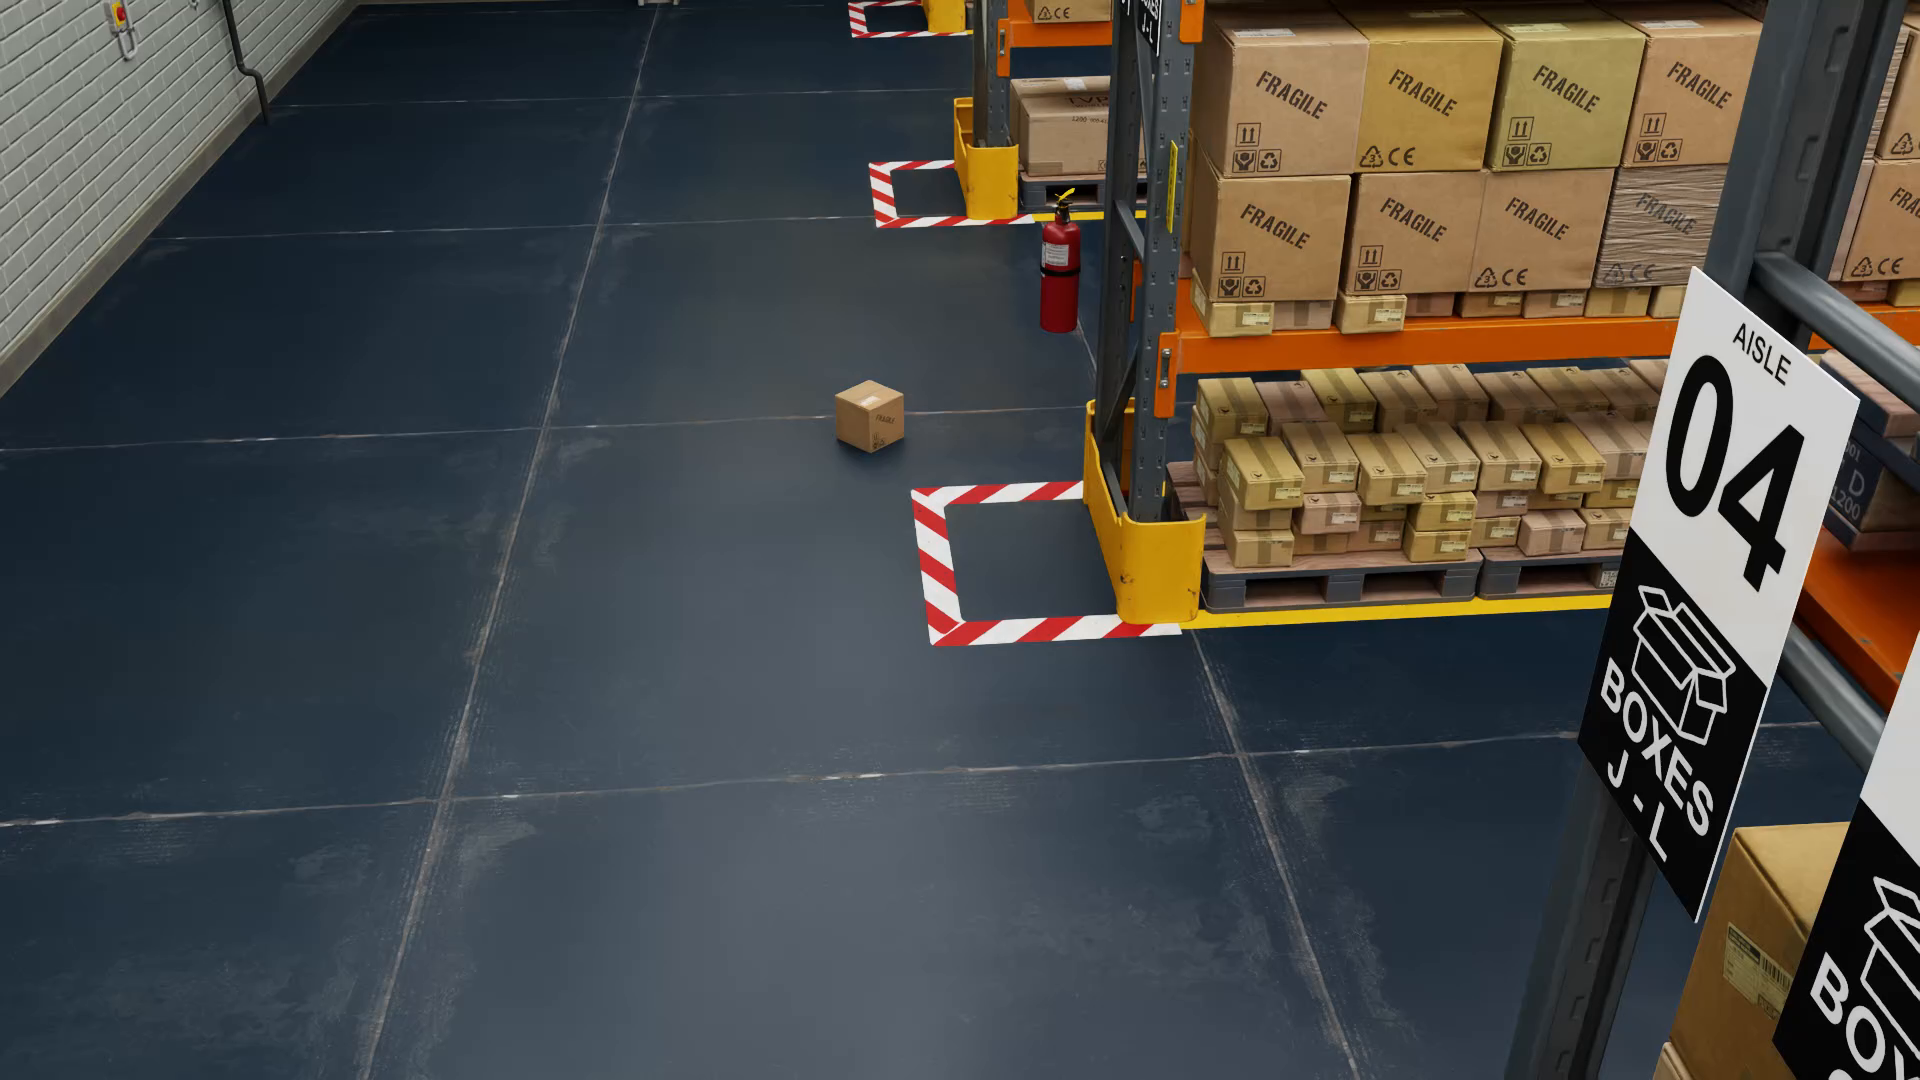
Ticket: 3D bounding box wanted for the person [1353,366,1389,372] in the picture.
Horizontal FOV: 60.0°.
[{"bbox_3d":[2.066,-1.666,8.850,0.674,1.652,0.459,-5,32,-8],"label":"person"}]
